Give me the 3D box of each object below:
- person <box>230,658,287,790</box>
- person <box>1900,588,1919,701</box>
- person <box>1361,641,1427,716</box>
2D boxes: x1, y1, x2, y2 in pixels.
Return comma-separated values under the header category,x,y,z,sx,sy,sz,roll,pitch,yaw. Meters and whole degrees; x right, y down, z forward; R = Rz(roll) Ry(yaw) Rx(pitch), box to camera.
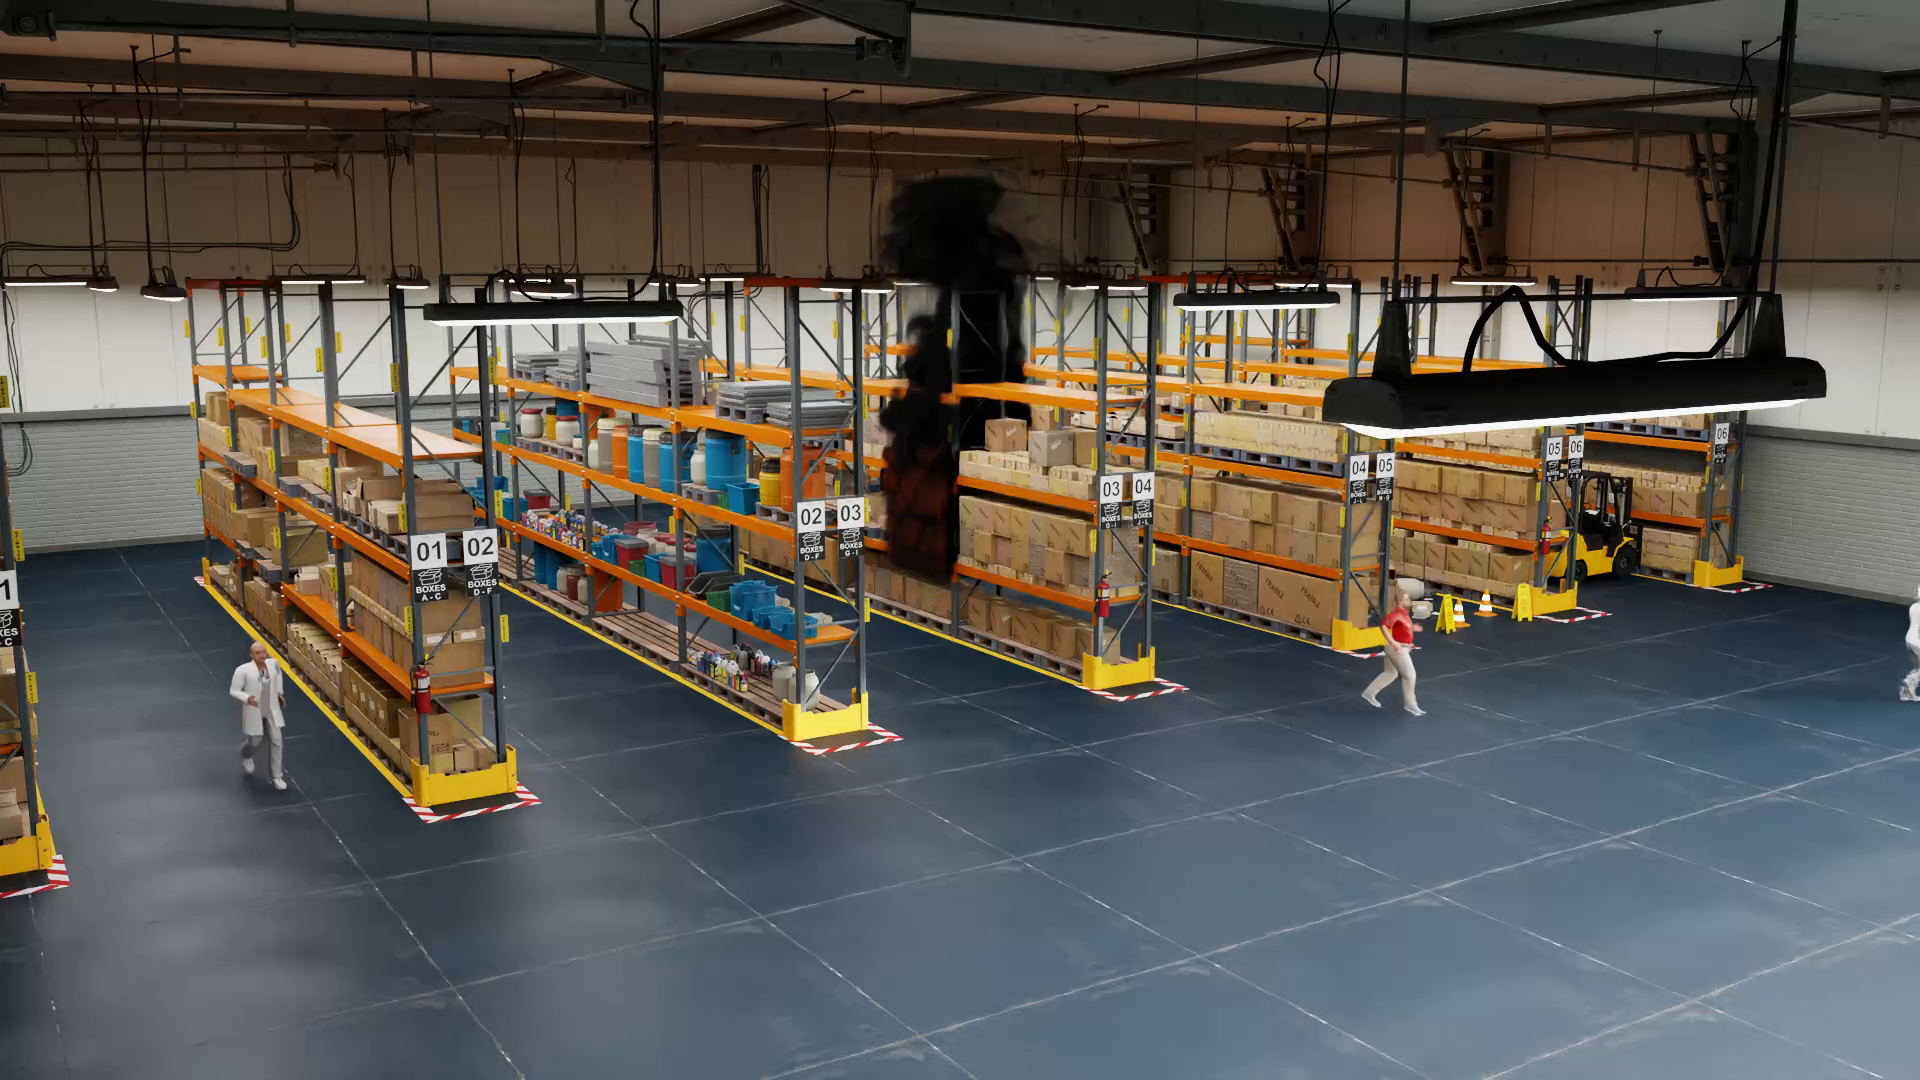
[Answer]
category,x,y,z,sx,sy,sz,roll,pitch,yaw
person,-8.520,2.187,20.240,0.690,1.573,1.042,-8,13,-41
person,13.842,1.487,23.992,0.447,1.723,0.448,1,10,5
person,6.131,1.913,23.454,0.910,1.109,0.410,1,10,8
